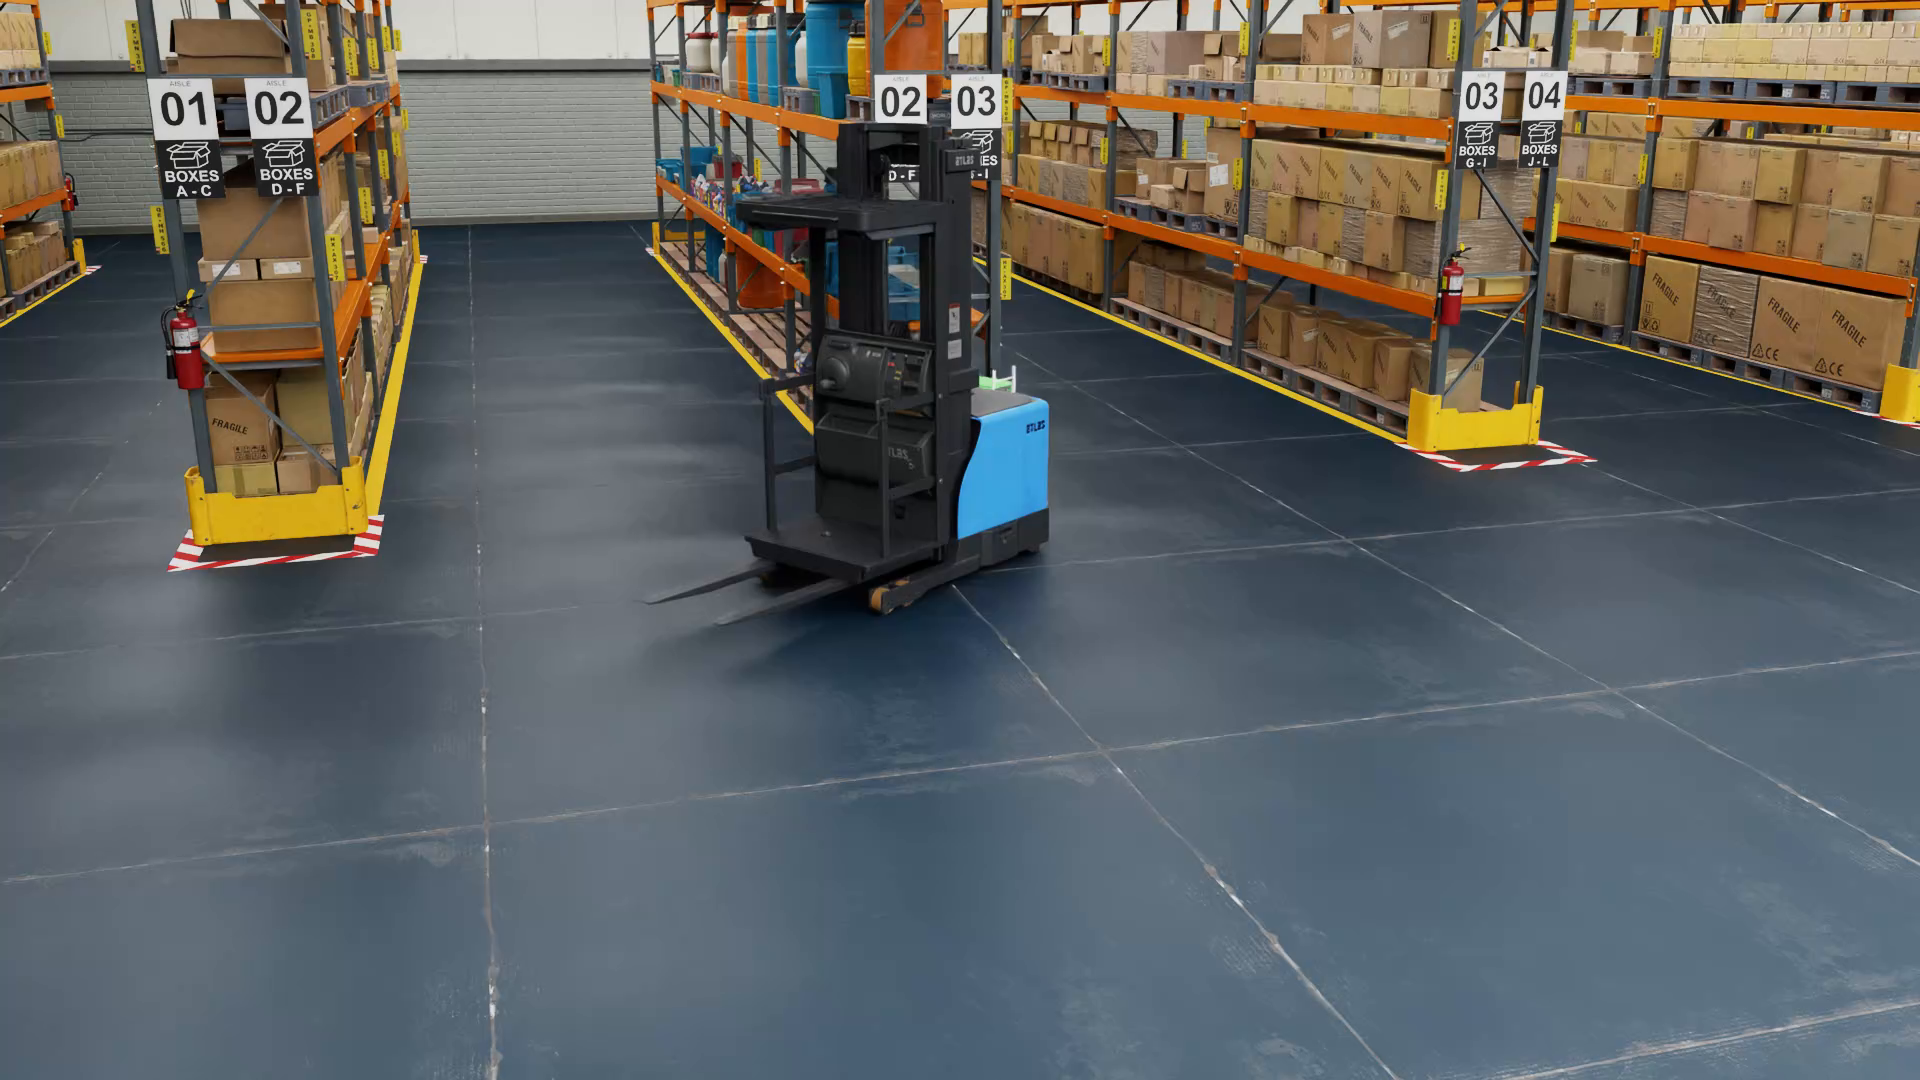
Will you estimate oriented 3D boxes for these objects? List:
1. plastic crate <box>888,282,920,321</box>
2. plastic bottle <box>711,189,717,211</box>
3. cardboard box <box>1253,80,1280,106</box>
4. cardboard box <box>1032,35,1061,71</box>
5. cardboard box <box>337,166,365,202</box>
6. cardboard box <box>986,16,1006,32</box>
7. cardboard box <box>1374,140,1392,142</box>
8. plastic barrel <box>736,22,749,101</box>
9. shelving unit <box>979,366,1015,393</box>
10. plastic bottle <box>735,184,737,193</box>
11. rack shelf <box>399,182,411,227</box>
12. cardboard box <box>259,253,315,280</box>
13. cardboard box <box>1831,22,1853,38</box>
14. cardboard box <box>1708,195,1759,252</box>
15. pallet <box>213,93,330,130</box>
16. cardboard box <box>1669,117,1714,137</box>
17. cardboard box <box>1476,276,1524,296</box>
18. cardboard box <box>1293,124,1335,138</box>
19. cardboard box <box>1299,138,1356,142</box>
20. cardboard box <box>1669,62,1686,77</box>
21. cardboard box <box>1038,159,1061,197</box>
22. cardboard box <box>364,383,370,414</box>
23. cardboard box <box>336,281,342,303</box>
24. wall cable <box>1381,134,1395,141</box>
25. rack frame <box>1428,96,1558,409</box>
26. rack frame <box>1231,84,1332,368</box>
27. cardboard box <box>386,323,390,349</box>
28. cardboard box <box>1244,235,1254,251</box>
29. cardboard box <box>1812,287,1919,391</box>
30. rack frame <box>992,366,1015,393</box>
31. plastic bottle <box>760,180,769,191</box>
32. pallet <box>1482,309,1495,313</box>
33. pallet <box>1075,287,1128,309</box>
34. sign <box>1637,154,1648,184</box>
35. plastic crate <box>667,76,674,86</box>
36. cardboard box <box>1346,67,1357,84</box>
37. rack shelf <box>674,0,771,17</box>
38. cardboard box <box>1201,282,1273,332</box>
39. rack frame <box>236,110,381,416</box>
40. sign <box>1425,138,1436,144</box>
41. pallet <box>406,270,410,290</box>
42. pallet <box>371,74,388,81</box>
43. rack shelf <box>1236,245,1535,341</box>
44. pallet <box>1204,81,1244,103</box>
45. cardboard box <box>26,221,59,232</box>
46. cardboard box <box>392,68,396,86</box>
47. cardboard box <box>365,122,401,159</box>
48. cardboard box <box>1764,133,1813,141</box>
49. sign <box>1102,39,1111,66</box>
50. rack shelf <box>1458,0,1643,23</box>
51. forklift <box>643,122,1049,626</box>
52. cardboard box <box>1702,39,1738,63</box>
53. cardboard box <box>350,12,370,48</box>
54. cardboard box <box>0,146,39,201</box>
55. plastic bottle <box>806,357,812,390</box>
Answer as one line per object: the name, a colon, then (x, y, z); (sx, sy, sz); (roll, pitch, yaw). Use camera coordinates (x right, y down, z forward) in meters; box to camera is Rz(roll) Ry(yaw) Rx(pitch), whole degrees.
plastic crate: (-0.602, -1.928, 13.415); (0.499, 0.251, 0.616); (-5, 17, -15)
plastic bottle: (-3.210, -4.436, 21.707); (0.061, 0.283, 0.133); (-5, 17, -15)
cardboard box: (3.364, -4.602, 17.106); (0.500, 0.250, 0.500); (-5, 18, -17)
cardboard box: (1.457, -7.121, 24.327); (0.700, 0.500, 0.500); (-4, 17, -14)
cardboard box: (-7.420, -4.121, 19.553); (0.700, 0.500, 0.500); (-12, 20, -34)
cardboard box: (0.734, -8.235, 26.557); (0.500, 0.250, 0.500); (-5, 18, -17)
cardboard box: (6.527, -6.084, 25.664); (0.380, 0.149, 0.250); (-5, 18, -17)
plastic barrel: (-2.178, -5.314, 18.469); (0.600, 0.830, 0.708); (-5, 17, -15)
shelving unit: (0.132, -0.701, 12.199); (0.503, 1.200, 0.258); (15, 22, 40)
plastic bottle: (-3.170, -5.010, 23.762); (0.097, 0.201, 0.097); (0, 17, 0)
rack shelf: (-8.787, -5.022, 24.706); (1.077, 0.370, 4.000); (-5, 17, -15)
cardboard box: (-4.841, -1.978, 12.021); (0.380, 0.149, 0.250); (-5, 17, -16)
cardboard box: (8.686, -4.934, 16.098); (0.380, 0.149, 0.250); (-5, 17, -15)
cardboard box: (8.604, -3.408, 17.824); (0.875, 0.550, 0.550); (-5, 17, -15)
pallet: (-5.109, -3.086, 11.950); (1.003, 0.211, 1.213); (-5, 17, -15)
cardboard box: (11.243, -6.201, 25.468); (0.500, 0.500, 0.500); (-5, 17, -15)
cardboard box: (4.737, -2.253, 14.676); (0.380, 0.149, 0.250); (-5, 17, -15)
cardboard box: (5.696, -6.737, 26.738); (0.500, 0.500, 0.500); (-5, 18, -17)
cardboard box: (3.875, -3.949, 17.455); (0.500, 0.500, 0.500); (-5, 17, -15)
cardboard box: (8.057, -5.184, 18.316); (0.380, 0.149, 0.250); (-5, 17, -16)
cardboard box: (1.450, -5.219, 23.938); (0.500, 0.500, 0.500); (-5, 17, -17)
cardboard box: (-5.574, -1.234, 14.897); (0.500, 0.250, 0.500); (-5, 17, -15)
cardboard box: (-5.626, -2.241, 14.026); (0.700, 0.500, 0.500); (-4, 17, -14)
wall cable: (9.506, -9.645, 37.081); (0.588, 1.984, 0.122); (-5, 17, -15)
rack frame: (4.586, -2.276, 14.315); (1.000, 3.000, 0.127); (-5, 17, -15)
rack frame: (3.487, -3.382, 17.998); (1.000, 3.000, 0.127); (-5, 17, -15)
cardboard box: (-6.479, -2.183, 18.055); (0.500, 0.250, 0.500); (-4, 17, -14)
cardboard box: (3.257, -3.179, 17.757); (0.380, 0.149, 0.250); (-5, 17, -15)
cardboard box: (9.133, -2.006, 16.380); (0.875, 0.875, 0.875); (-5, 17, -15)
rack frame: (0.313, -0.654, 12.043); (0.015, 1.200, 0.240); (15, 22, 40)
plastic bottle: (-2.604, -4.647, 22.294); (0.144, 0.351, 0.185); (-5, 17, -15)
pallet: (7.328, -3.293, 22.549); (1.003, 0.211, 1.213); (-5, 17, -15)
pallet: (2.243, -3.377, 22.829); (1.003, 0.211, 1.213); (-5, 17, -15)
sign: (7.764, -4.218, 18.904); (0.100, 0.325, 0.005); (-5, 17, -15)
plastic crate: (-4.190, -6.836, 24.739); (0.293, 0.136, 0.466); (-5, 17, -15)
cardboard box: (3.828, -4.324, 15.486); (0.380, 0.149, 0.250); (-6, 18, -18)
rack shelf: (-2.925, -6.988, 21.518); (1.077, 0.370, 4.000); (-5, 17, -15)
cardboard box: (3.226, -2.701, 19.310); (0.700, 0.500, 0.500); (-5, 17, -16)
rack frame: (-6.039, -2.600, 15.394); (1.000, 3.000, 0.127); (-5, 17, -15)
sign: (10.623, -9.220, 37.596); (0.329, 0.494, 0.001); (-5, 17, -15)
pallet: (-8.426, -3.668, 23.795); (1.003, 0.211, 1.213); (-5, 17, -15)
pallet: (-8.126, -5.974, 21.738); (1.213, 0.211, 1.003); (-5, 17, -15)
rack shelf: (4.036, -2.485, 16.260); (1.077, 0.370, 4.000); (-5, 17, -15)
pallet: (3.419, -4.908, 18.190); (1.213, 0.211, 1.003); (-5, 17, -15)
cardboard box: (-13.600, -4.635, 24.655); (0.380, 0.149, 0.250); (-5, 17, -16)
cardboard box: (-8.666, -6.887, 24.711); (0.500, 0.250, 0.500); (-5, 17, -15)
cardboard box: (-8.380, -5.777, 24.059); (0.500, 0.500, 0.500); (-5, 17, -17)
cardboard box: (11.817, -5.521, 23.697); (0.500, 0.500, 0.500); (-5, 17, -17)
sign: (1.851, -6.169, 21.026); (0.100, 0.325, 0.005); (-5, 17, -15)
rack shelf: (10.267, -9.269, 29.113); (1.077, 0.370, 4.000); (-5, 17, -15)
forklift: (-0.689, -1.101, 10.524); (1.130, 2.935, 3.031); (13, 21, 37)
cardboard box: (8.289, -5.206, 17.695); (0.500, 0.250, 0.500); (-5, 17, -16)
cardboard box: (-8.408, -6.908, 22.609); (0.700, 0.500, 0.500); (-5, 17, -15)
cardboard box: (-13.538, -5.118, 23.256); (0.980, 0.700, 0.700); (-6, 18, -18)
plastic bottle: (-1.401, -1.625, 15.986); (0.144, 0.351, 0.185); (-5, 18, -18)
